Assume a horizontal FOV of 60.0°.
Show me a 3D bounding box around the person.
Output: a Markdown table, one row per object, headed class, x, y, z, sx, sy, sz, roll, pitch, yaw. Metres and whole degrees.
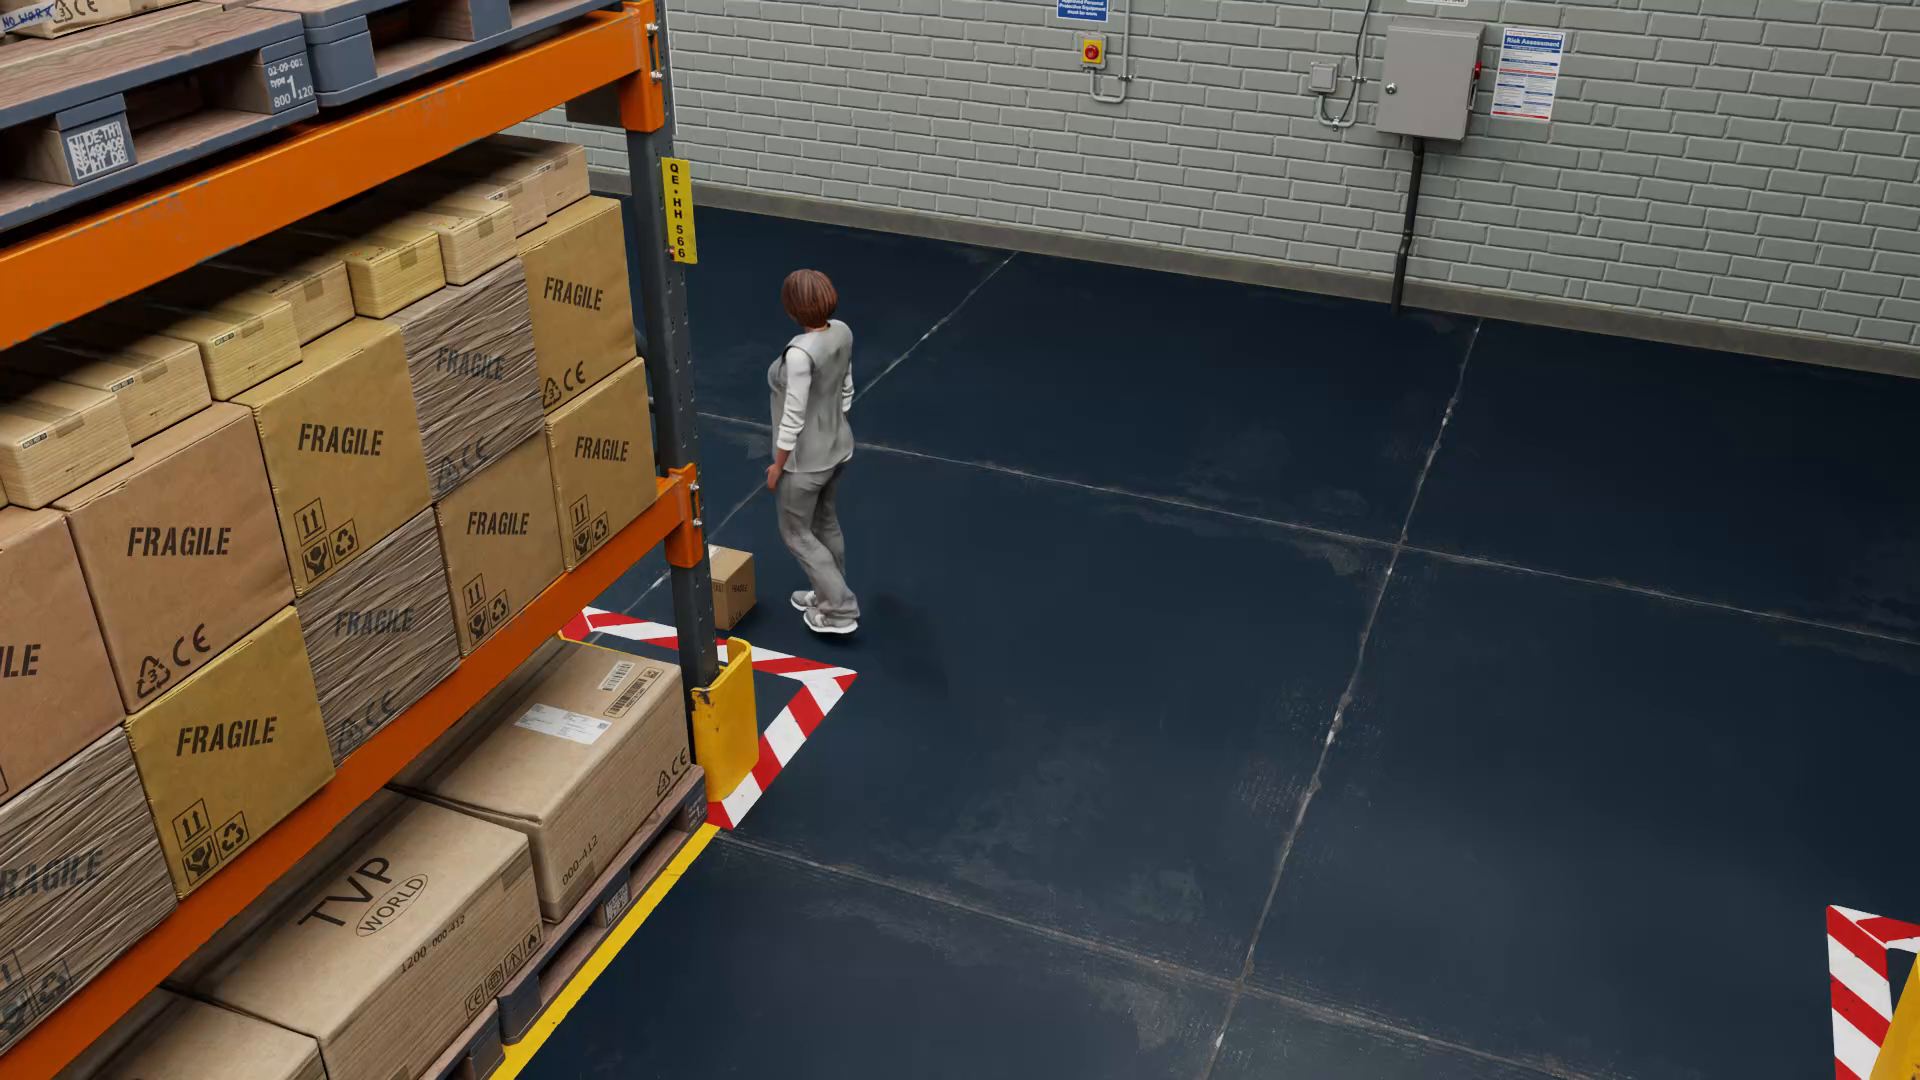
| class | x | y | z | sx | sy | sz | roll | pitch | yaw |
| --- | --- | --- | --- | --- | --- | --- | --- | --- | --- |
| person | -0.587 | -0.333 | 6.696 | 0.427 | 1.607 | 0.428 | 14 | 33 | 23 |
